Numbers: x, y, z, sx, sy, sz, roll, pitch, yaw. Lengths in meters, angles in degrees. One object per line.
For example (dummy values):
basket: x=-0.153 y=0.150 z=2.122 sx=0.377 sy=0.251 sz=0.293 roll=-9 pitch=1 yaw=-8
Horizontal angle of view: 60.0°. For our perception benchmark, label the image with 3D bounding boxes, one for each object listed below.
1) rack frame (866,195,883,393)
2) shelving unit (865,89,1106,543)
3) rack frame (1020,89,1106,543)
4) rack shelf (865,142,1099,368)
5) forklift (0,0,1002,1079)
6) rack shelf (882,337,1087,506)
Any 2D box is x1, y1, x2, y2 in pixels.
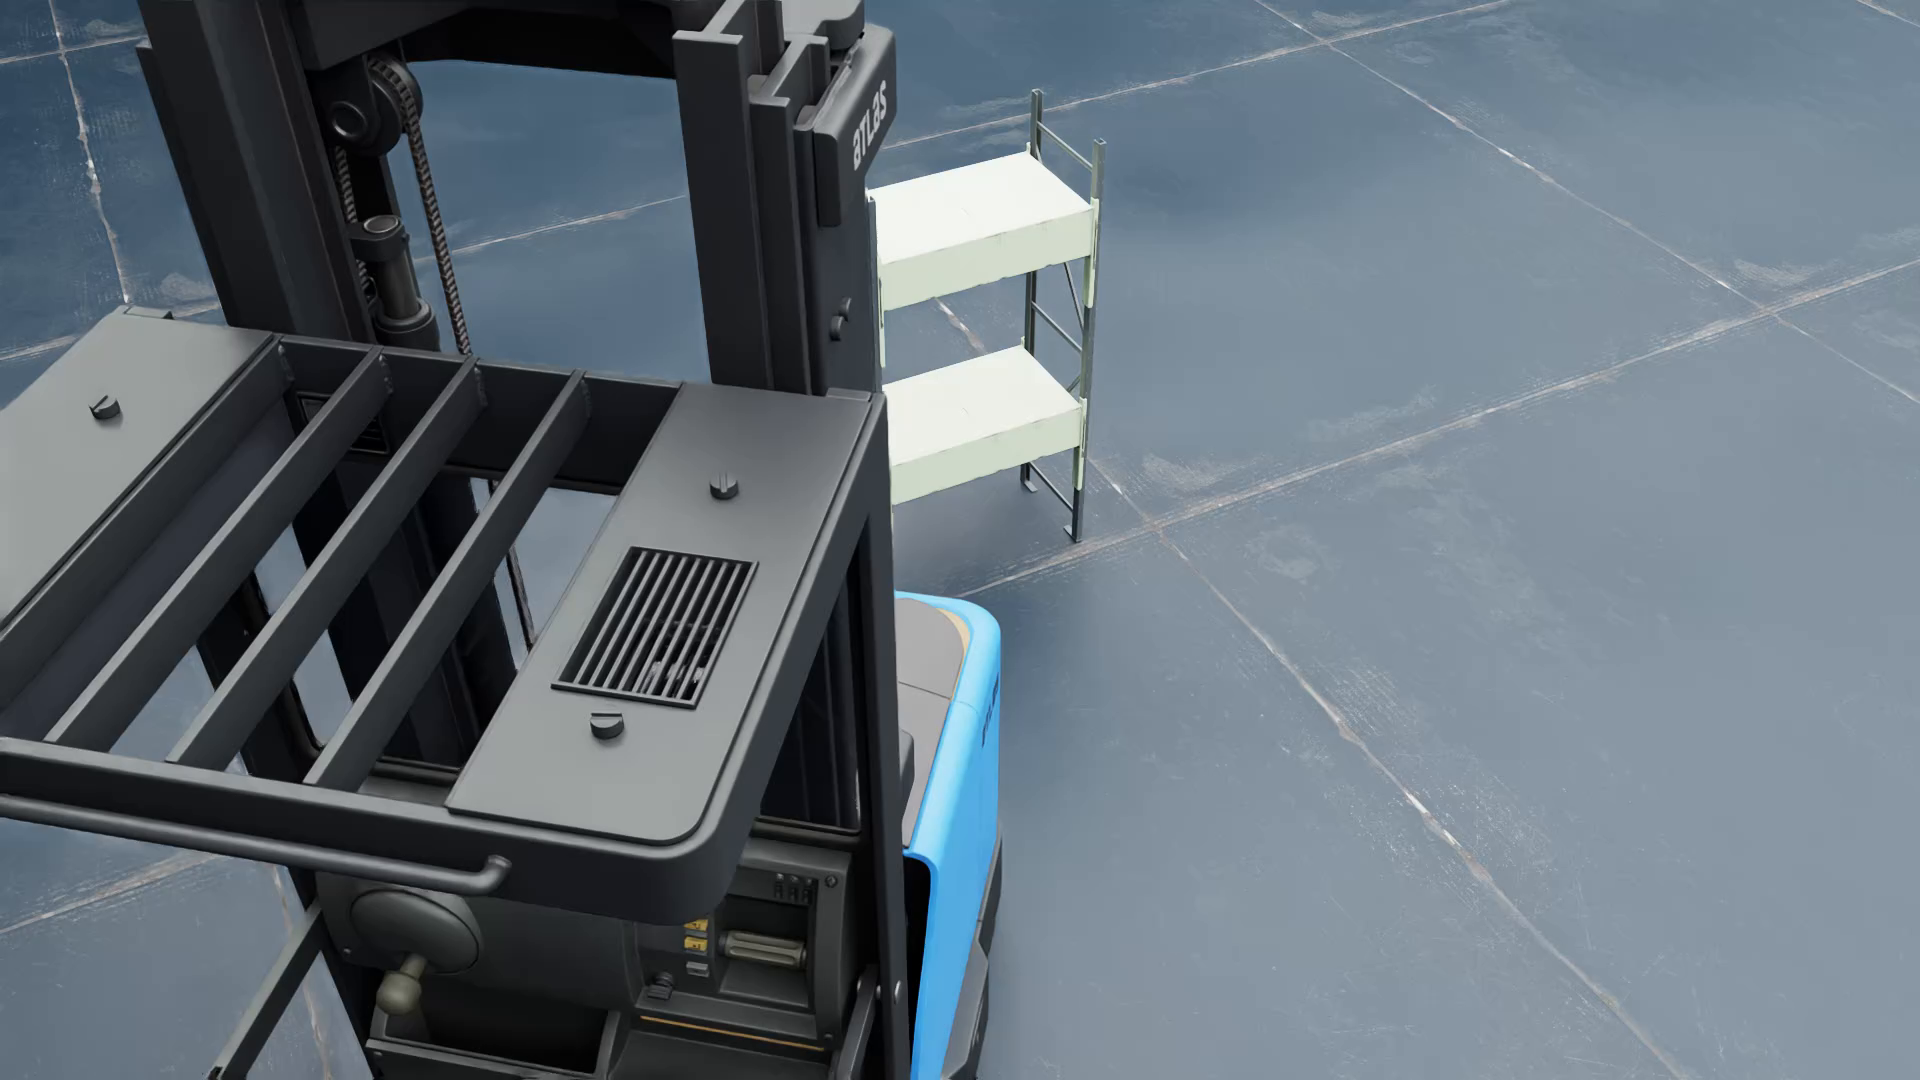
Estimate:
rack frame: x=-0.331 y=-0.461 z=5.134 sx=0.023 sy=1.500 sz=0.400 roll=-19 pitch=44 yaw=-21
shelving unit: x=-0.006 y=-0.570 z=5.263 sx=0.755 sy=1.500 sz=0.431 roll=-19 pitch=44 yaw=-21
rack frame: x=0.319 y=-0.680 z=5.392 sx=0.023 sy=1.500 sz=0.400 roll=-19 pitch=44 yaw=-21
rack shelf: x=-0.006 y=-0.868 z=5.011 sx=0.720 sy=0.370 sz=0.431 roll=-19 pitch=44 yaw=-21
forklift: x=-0.683 y=0.723 z=2.628 sx=1.130 sy=2.935 sz=3.031 roll=7 pitch=41 yaw=9
rack shelf: x=-0.006 y=-0.322 z=5.474 sx=0.720 sy=0.370 sz=0.431 roll=-19 pitch=44 yaw=-21
